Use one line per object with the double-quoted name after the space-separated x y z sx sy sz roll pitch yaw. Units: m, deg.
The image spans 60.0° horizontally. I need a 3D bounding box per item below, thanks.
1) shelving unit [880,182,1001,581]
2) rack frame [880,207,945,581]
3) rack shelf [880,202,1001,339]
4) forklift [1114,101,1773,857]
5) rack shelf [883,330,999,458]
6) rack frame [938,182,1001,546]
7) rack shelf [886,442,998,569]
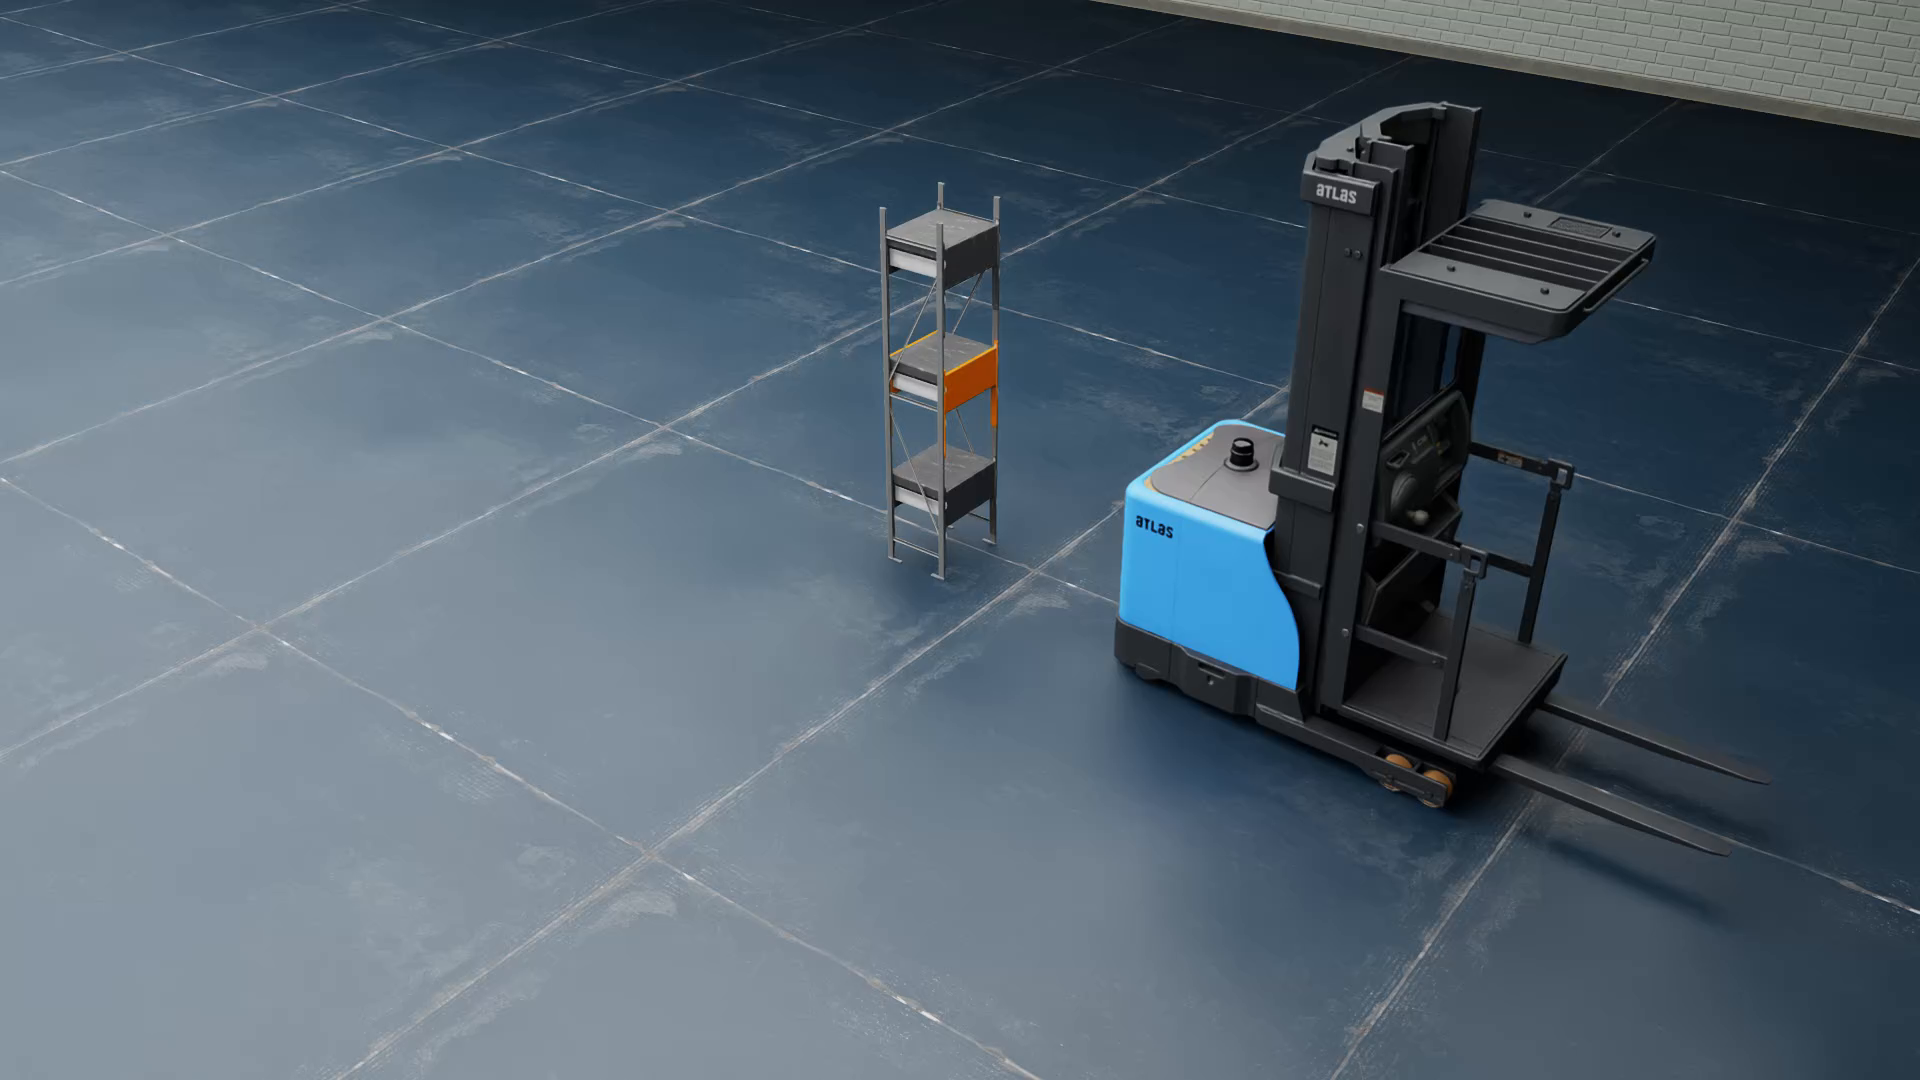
-0.100 -0.836 9.101 0.431 2.100 0.503 21 37 31 "shelving unit"
-0.247 -0.737 8.934 0.400 2.100 0.015 21 37 31 "rack frame"
-0.100 -1.426 8.751 0.431 0.518 0.480 21 37 31 "rack shelf"
2.270 -0.336 7.442 3.031 2.935 1.130 22 37 32 "forklift"
-0.100 -0.824 9.108 0.431 0.518 0.480 21 37 31 "rack shelf"
0.047 -0.935 9.269 0.400 2.100 0.015 21 37 31 "rack frame"
-0.100 -0.222 9.465 0.431 0.518 0.480 21 37 31 "rack shelf"
